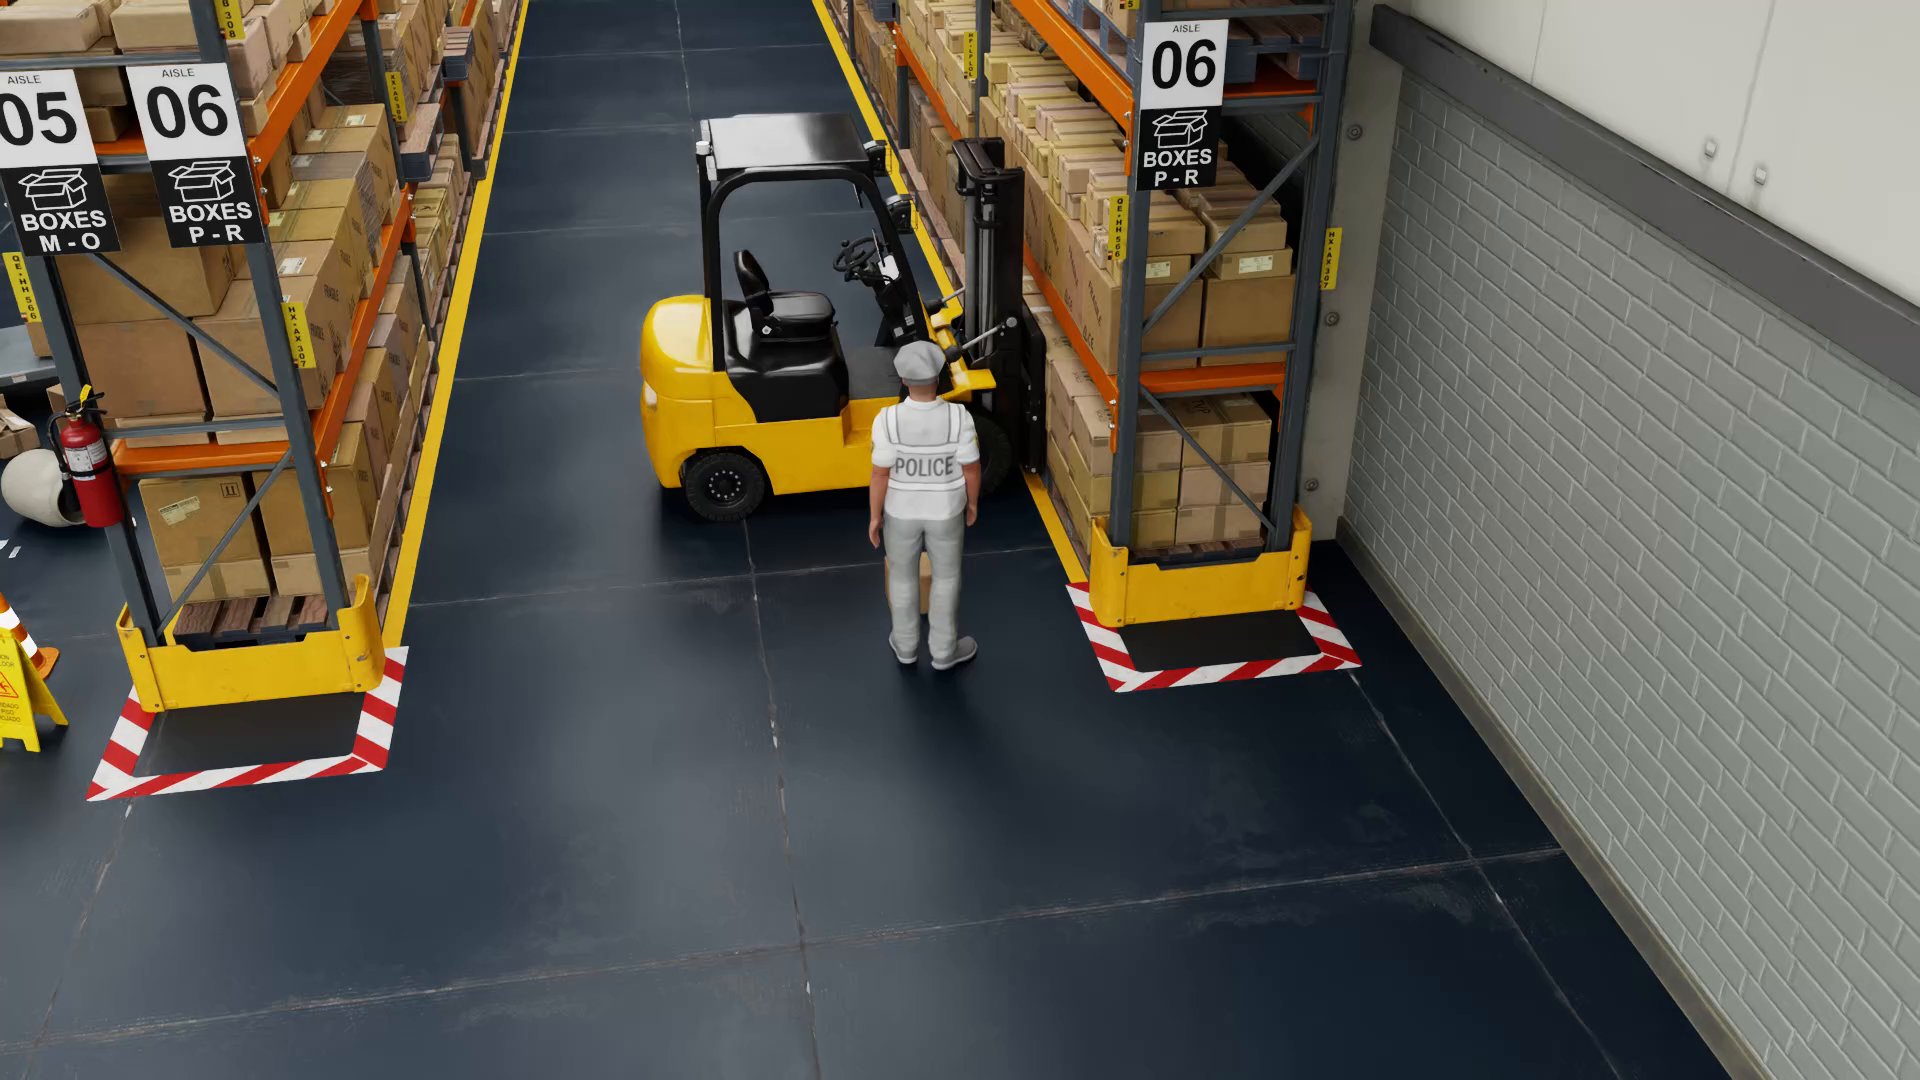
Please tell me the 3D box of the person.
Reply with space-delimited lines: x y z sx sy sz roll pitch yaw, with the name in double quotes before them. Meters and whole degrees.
"person" -0.178 -0.167 8.362 0.564 1.778 0.419 -1 31 -2
